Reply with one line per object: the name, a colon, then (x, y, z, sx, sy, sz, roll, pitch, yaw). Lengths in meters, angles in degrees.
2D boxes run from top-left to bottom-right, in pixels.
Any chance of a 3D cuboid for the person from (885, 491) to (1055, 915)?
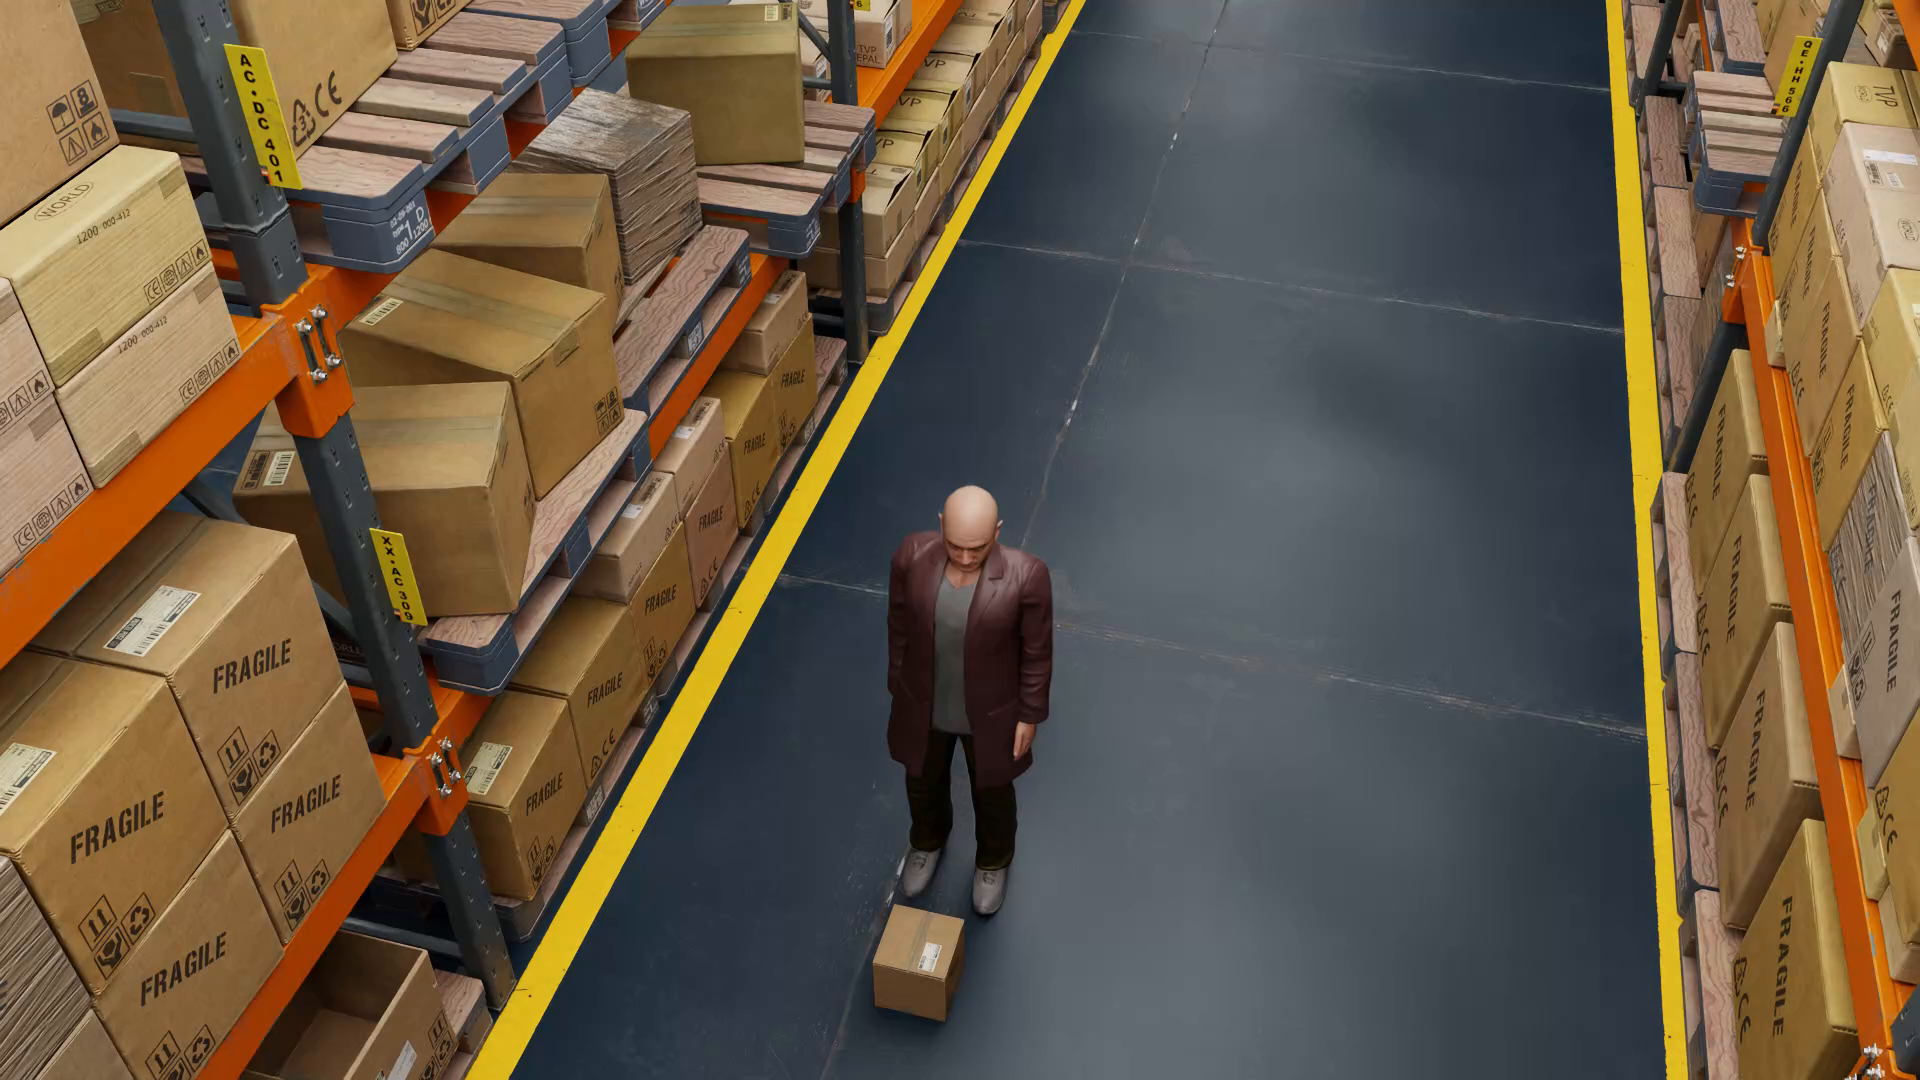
person: (0.022, 0.553, 5.534, 0.564, 1.774, 0.379, 11, 42, 12)
